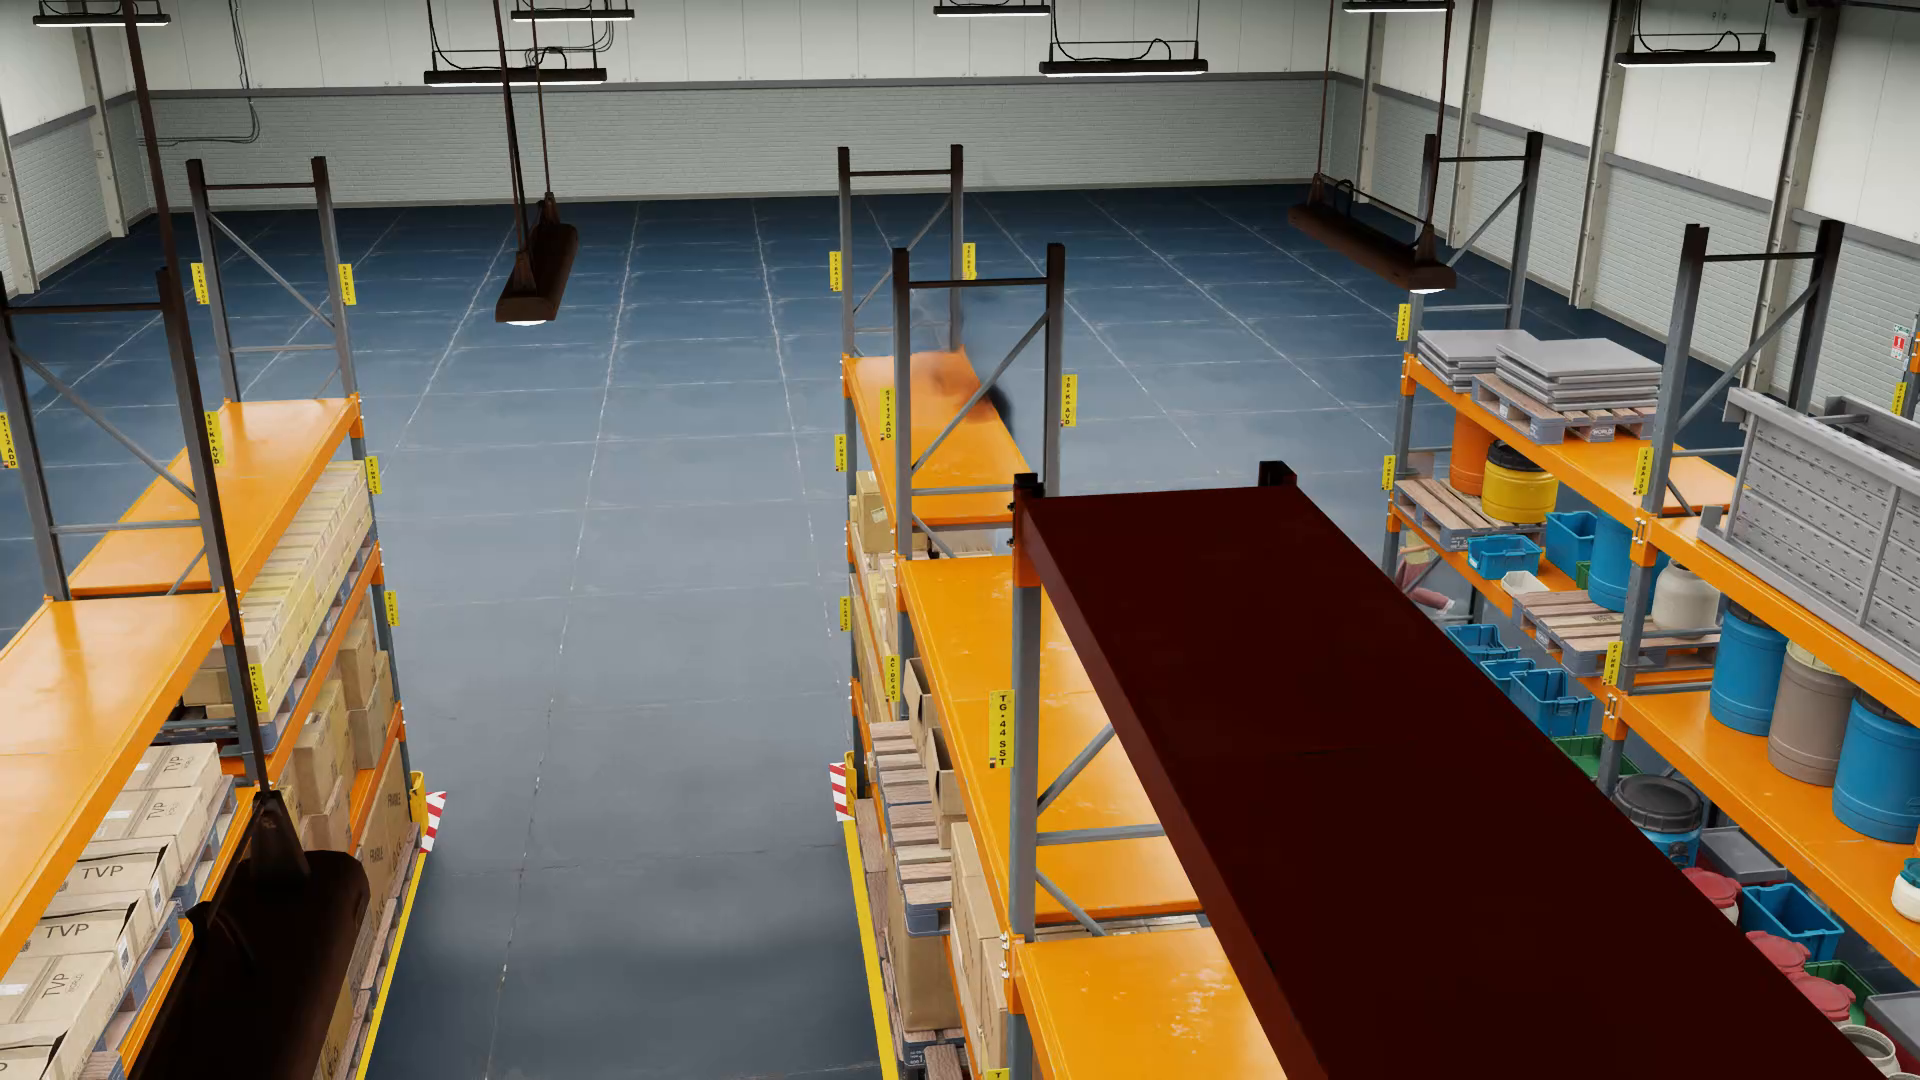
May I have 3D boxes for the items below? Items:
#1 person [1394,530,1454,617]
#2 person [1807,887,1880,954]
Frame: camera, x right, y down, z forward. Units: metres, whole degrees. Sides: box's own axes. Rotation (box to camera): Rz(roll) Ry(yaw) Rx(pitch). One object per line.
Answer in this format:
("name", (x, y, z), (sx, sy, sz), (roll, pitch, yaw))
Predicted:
("person", (5.222, 0.236, 18.843), (0.818, 1.660, 0.579), (5, 22, 12))
("person", (6.980, 2.506, 12.959), (0.694, 1.780, 0.834), (-7, 23, -18))
